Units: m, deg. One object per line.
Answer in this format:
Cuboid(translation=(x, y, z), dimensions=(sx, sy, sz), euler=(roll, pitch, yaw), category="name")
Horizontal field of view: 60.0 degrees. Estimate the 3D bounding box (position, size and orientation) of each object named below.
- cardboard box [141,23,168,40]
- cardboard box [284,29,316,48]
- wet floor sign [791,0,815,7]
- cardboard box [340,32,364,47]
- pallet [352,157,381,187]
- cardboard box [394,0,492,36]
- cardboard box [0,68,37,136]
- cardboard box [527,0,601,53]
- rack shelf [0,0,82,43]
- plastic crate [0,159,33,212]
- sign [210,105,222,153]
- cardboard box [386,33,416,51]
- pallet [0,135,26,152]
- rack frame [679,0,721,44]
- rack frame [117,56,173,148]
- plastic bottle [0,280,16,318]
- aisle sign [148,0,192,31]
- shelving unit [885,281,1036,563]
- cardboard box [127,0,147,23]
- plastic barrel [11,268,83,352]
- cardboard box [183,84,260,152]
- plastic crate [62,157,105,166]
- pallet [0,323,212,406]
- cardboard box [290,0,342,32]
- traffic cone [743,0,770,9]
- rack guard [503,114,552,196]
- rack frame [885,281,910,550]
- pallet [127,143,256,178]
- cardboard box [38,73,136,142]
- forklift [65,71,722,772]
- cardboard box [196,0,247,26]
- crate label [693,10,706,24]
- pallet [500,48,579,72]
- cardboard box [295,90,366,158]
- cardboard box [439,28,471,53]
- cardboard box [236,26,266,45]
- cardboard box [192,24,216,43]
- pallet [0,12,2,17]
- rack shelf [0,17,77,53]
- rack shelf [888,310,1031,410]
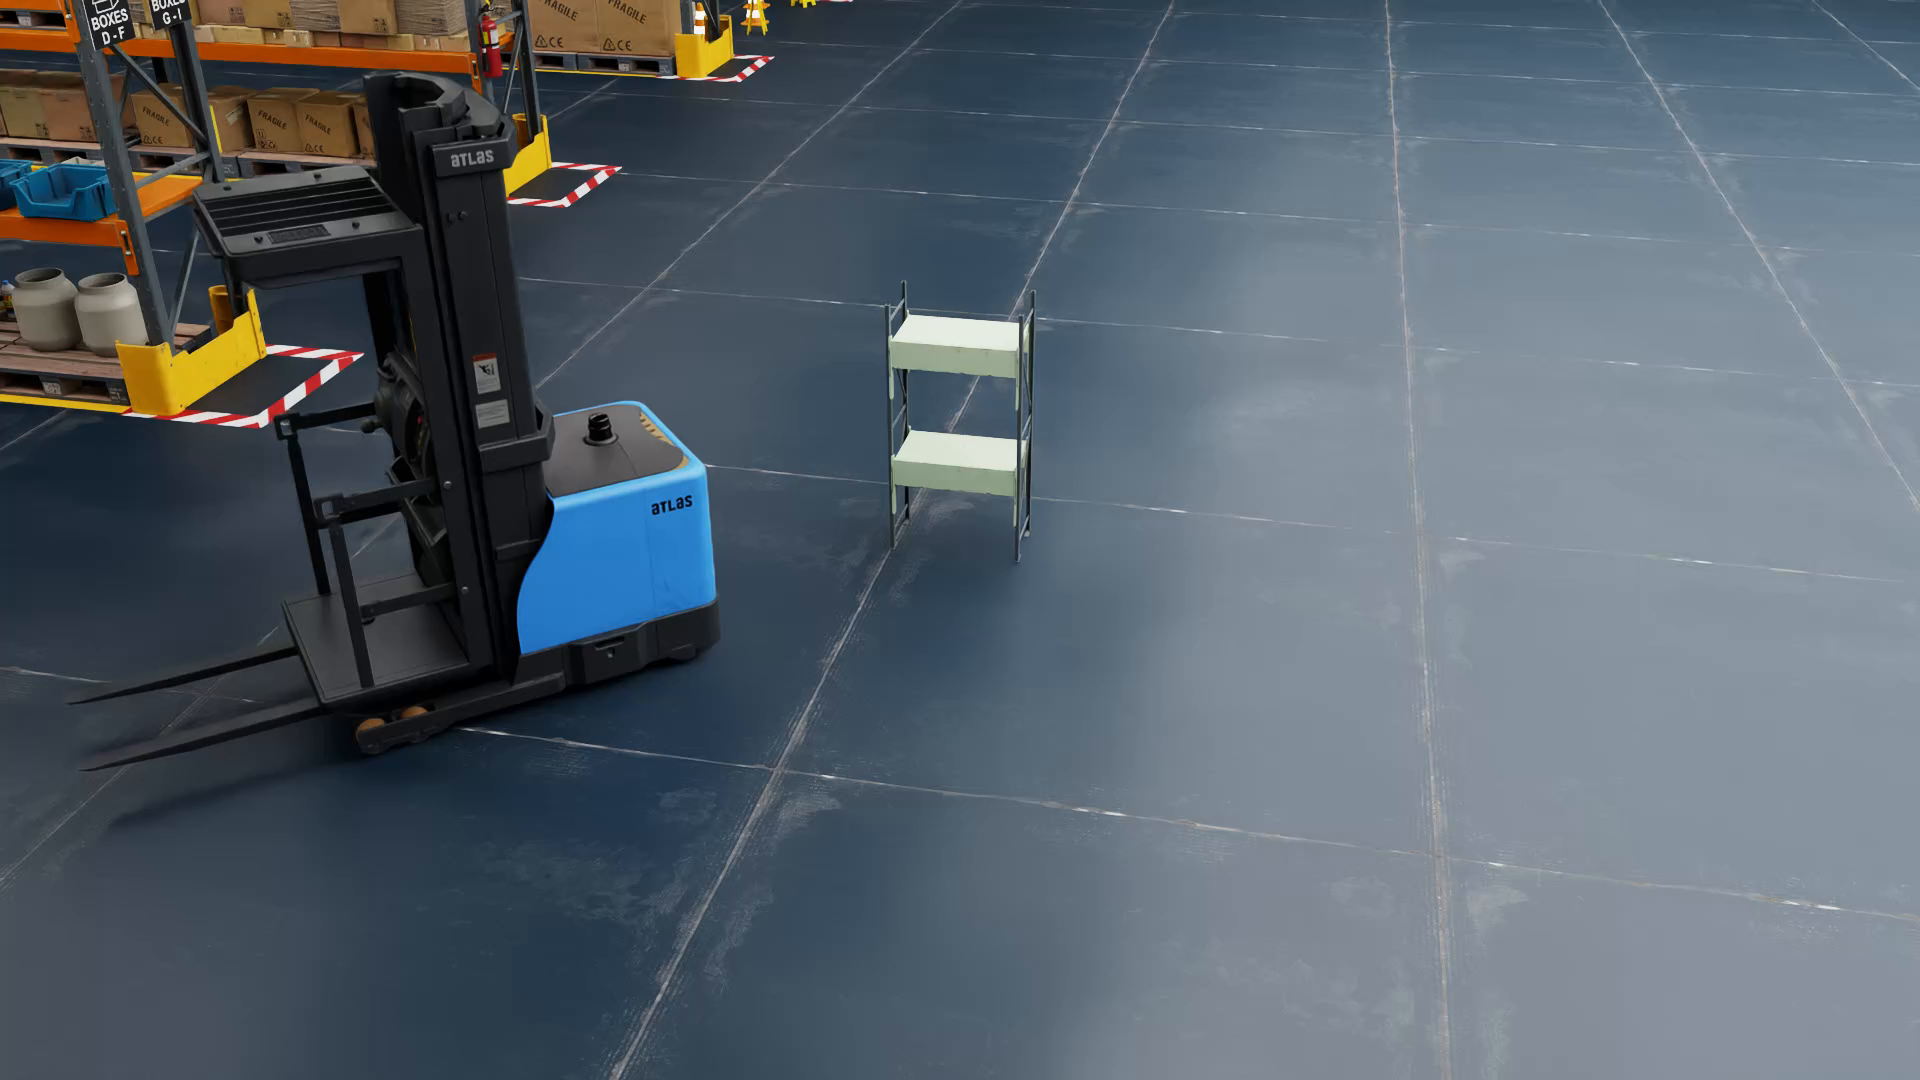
Cuboid(translation=(-7.532, -4.867, 15.777), dimensions=(0.250, 0.149, 0.380), euler=(6, 29, 11), category="cardboard box")
Cuboid(translation=(-6.070, -4.704, 15.481), dimensions=(0.250, 0.149, 0.380), euler=(6, 29, 11), category="cardboard box")
Cuboid(translation=(-2.228, -7.881, 23.474), dimensions=(0.232, 0.644, 0.267), euler=(17, 33, 28), category="wet floor sign")
Cuboid(translation=(-5.558, -4.706, 15.484), dimensions=(0.250, 0.149, 0.380), euler=(6, 29, 11), category="cardboard box")
Cuboid(translation=(-5.121, -3.664, 16.223), dimensions=(1.213, 0.211, 1.003), euler=(6, 29, 11), category="pallet")
Cuboid(translation=(-4.792, -5.024, 15.390), dimensions=(0.500, 0.500, 0.875), euler=(6, 29, 11), category="cardboard box")
Cuboid(translation=(-9.777, -4.464, 16.925), dimensions=(0.500, 0.500, 0.700), euler=(3, 29, 6), category="cardboard box")
Cuboid(translation=(-4.663, -6.477, 20.233), dimensions=(0.875, 0.875, 0.875), euler=(5, 29, 10), category="cardboard box")
Cuboid(translation=(-7.250, -3.656, 10.931), dimensions=(4.000, 0.370, 1.077), euler=(6, 29, 11), category="rack shelf")
Cuboid(translation=(-6.480, -2.368, 11.107), dimensions=(0.408, 0.251, 0.499), euler=(6, 29, 11), category="plastic crate")
Cuboid(translation=(-5.175, -2.835, 11.517), dimensions=(0.005, 0.325, 0.100), euler=(6, 29, 11), category="sign")
Cuboid(translation=(-5.081, -4.629, 15.344), dimensions=(0.250, 0.149, 0.380), euler=(6, 29, 11), category="cardboard box")
Cuboid(translation=(-10.130, -4.158, 17.126), dimensions=(1.213, 0.211, 1.003), euler=(6, 29, 11), category="pallet")
Cuboid(translation=(-3.125, -7.101, 19.597), dimensions=(0.127, 3.000, 1.000), euler=(6, 29, 11), category="rack frame")
Cuboid(translation=(-8.171, -5.183, 16.093), dimensions=(0.127, 3.000, 1.000), euler=(6, 29, 11), category="rack frame")
Cuboid(translation=(-7.002, -1.780, 12.261), dimensions=(0.097, 0.271, 0.097), euler=(0, 29, 0), category="plastic bottle")
Cuboid(translation=(-5.162, -3.726, 10.726), dimensions=(0.004, 0.787, 0.394), euler=(6, 29, 11), category="aisle sign")
Cuboid(translation=(0.007, -0.657, 9.389), dimensions=(0.755, 1.500, 0.431), euler=(6, 29, 11), category="shelving unit")
Cuboid(translation=(-7.744, -5.283, 15.862), dimensions=(0.500, 0.500, 0.875), euler=(6, 29, 11), category="cardboard box")
Cuboid(translation=(-6.444, -1.629, 11.755), dimensions=(0.421, 0.512, 0.421), euler=(0, 29, 0), category="plastic barrel")
Cuboid(translation=(-7.227, -4.158, 16.387), dimensions=(0.500, 0.500, 0.500), euler=(16, 32, 26), category="cardboard box")
Cuboid(translation=(-6.102, -2.581, 11.615), dimensions=(0.250, 0.136, 0.298), euler=(6, 29, 11), category="plastic crate")
Cuboid(translation=(-6.171, -1.302, 11.909), dimensions=(1.213, 0.211, 1.003), euler=(6, 29, 11), category="pallet")
Cuboid(translation=(-5.786, -5.088, 15.507), dimensions=(0.500, 0.500, 0.875), euler=(6, 29, 11), category="cardboard box")
Cuboid(translation=(-2.880, -7.760, 23.443), dimensions=(0.334, 0.463, 0.336), euler=(6, 29, 11), category="traffic cone")
Cuboid(translation=(-4.334, -3.693, 15.975), dimensions=(0.348, 0.500, 1.175), euler=(6, 29, 11), category="rack guard")
Cuboid(translation=(-0.351, -0.694, 9.456), dimensions=(0.023, 1.500, 0.400), euler=(6, 29, 11), category="rack frame")
Cuboid(translation=(-7.507, -3.909, 16.670), dimensions=(1.213, 0.211, 1.003), euler=(6, 29, 11), category="pallet")
Cuboid(translation=(-8.767, -4.351, 16.719), dimensions=(0.500, 0.500, 0.700), euler=(4, 29, 7), category="cardboard box")
Cuboid(translation=(-2.779, -0.560, 7.720), dimensions=(3.031, 2.935, 1.130), euler=(-15, 32, -26), category="forklift")
Cuboid(translation=(-6.753, -5.214, 15.735), dimensions=(0.500, 0.500, 0.875), euler=(6, 29, 11), category="cardboard box")
Cuboid(translation=(-3.561, -7.112, 22.598), dimensions=(0.298, 0.136, 0.250), euler=(-9, 30, -16), category="crate label")
Cuboid(translation=(-5.113, -6.045, 20.571), dimensions=(1.213, 0.211, 1.003), euler=(6, 29, 11), category="pallet")
Cuboid(translation=(-6.067, -4.056, 16.200), dimensions=(0.500, 0.500, 0.500), euler=(9, 30, 15), category="cardboard box")
Cuboid(translation=(-4.581, -4.603, 15.296), dimensions=(0.250, 0.149, 0.380), euler=(6, 29, 11), category="cardboard box")
Cuboid(translation=(-6.554, -4.766, 15.593), dimensions=(0.250, 0.149, 0.380), euler=(6, 29, 11), category="cardboard box")
Cuboid(translation=(-7.050, -4.802, 15.659), dimensions=(0.250, 0.149, 0.380), euler=(6, 29, 11), category="cardboard box")
Cuboid(translation=(-10.139, -5.321, 16.545), dimensions=(1.213, 0.211, 1.003), euler=(6, 29, 11), category="pallet")
Cuboid(translation=(-10.127, -5.068, 16.632), dimensions=(4.000, 0.370, 1.077), euler=(6, 29, 11), category="rack shelf")
Cuboid(translation=(0.007, -1.000, 9.201), dimensions=(0.720, 0.370, 0.431), euler=(6, 29, 11), category="rack shelf")
